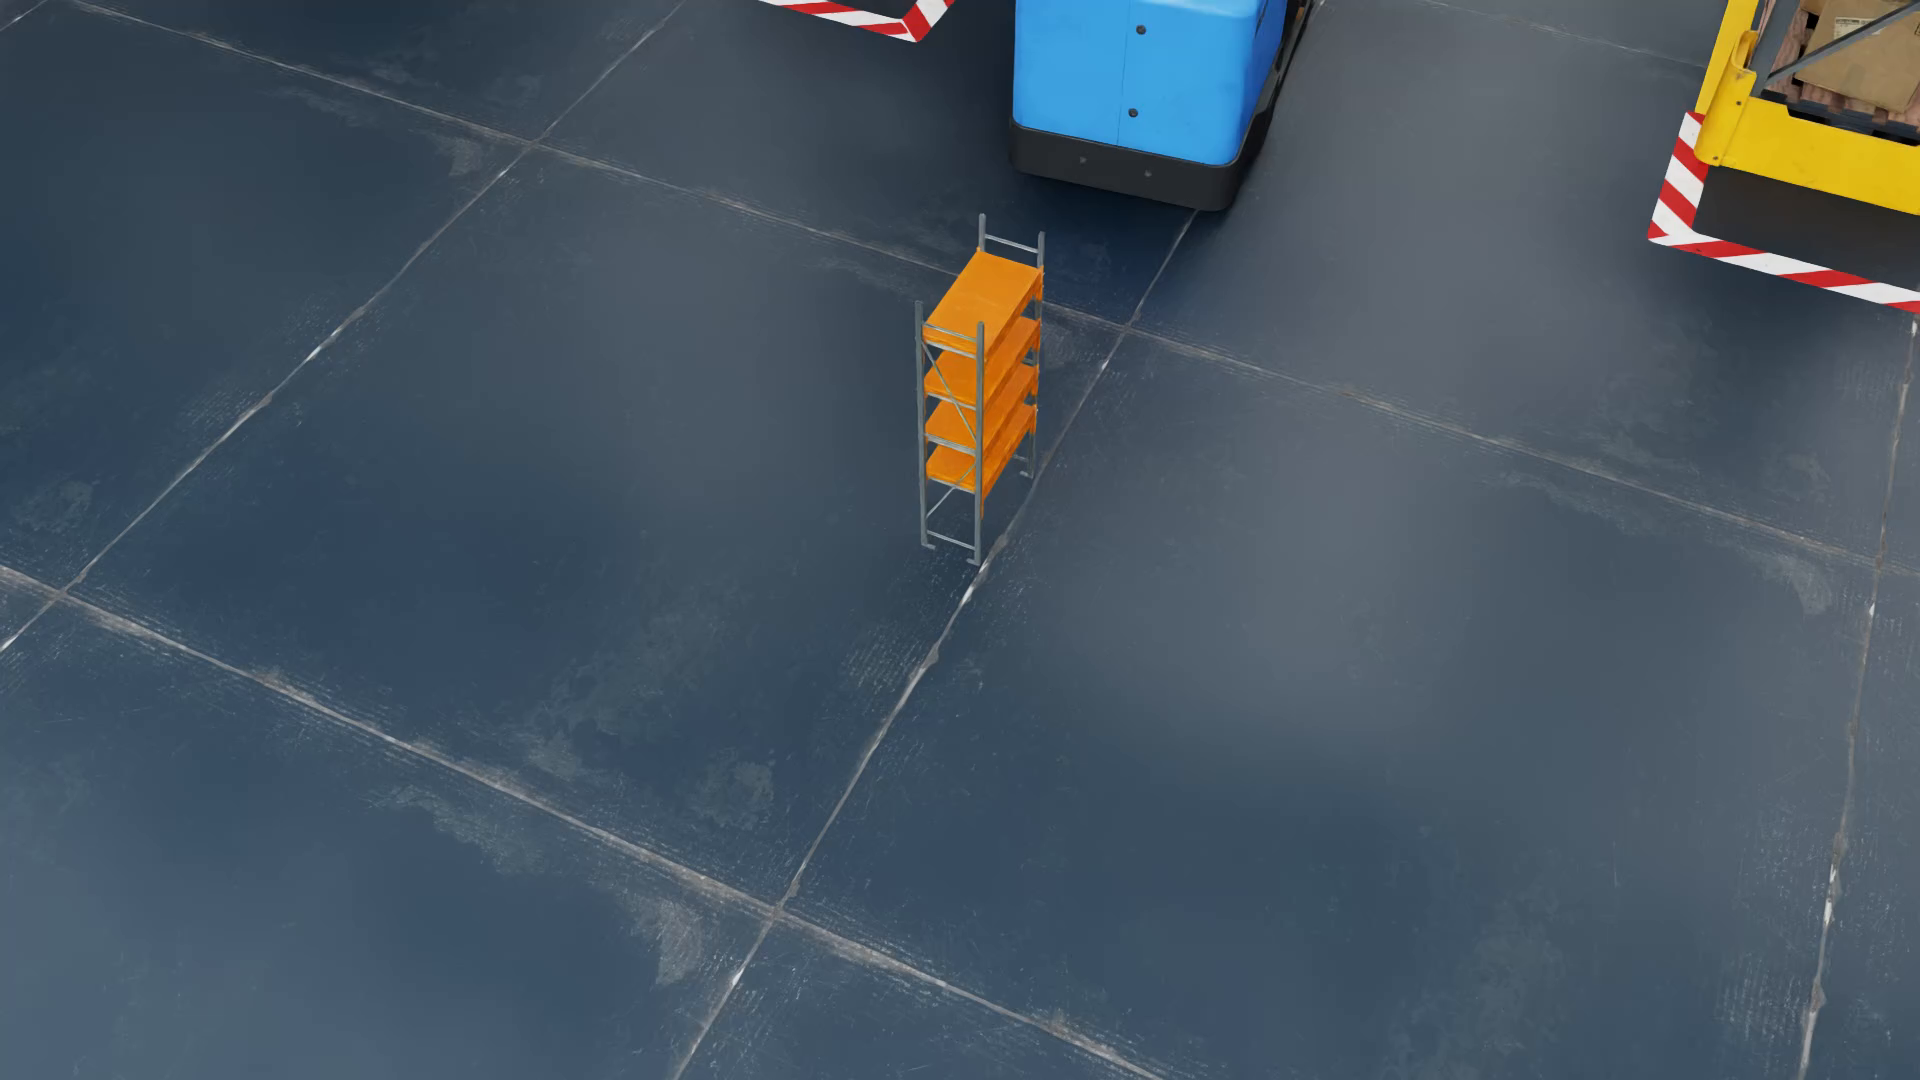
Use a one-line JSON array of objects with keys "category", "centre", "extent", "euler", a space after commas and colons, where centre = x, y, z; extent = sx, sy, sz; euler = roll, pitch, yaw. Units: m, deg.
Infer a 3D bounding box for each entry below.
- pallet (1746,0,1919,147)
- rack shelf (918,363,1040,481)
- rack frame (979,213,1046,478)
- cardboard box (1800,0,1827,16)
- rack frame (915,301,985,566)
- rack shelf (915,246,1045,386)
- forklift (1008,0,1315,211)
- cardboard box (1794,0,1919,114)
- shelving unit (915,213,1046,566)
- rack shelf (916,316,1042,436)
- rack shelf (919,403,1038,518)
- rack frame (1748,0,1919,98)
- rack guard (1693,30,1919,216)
[{"category": "pallet", "centre": [4.395, -2.321, 8.087], "extent": [1.003, 0.211, 1.213], "euler": [20, 52, 16]}, {"category": "rack shelf", "centre": [0.071, -0.459, 5.941], "extent": [0.258, 0.148, 0.480], "euler": [20, 52, 16]}, {"category": "rack frame", "centre": [0.175, -0.671, 6.033], "extent": [0.240, 1.200, 0.015], "euler": [20, 52, 16]}, {"category": "cardboard box", "centre": [4.490, -2.798, 8.027], "extent": [0.500, 0.500, 0.500], "euler": [33, 57, 25]}, {"category": "rack frame", "centre": [-0.034, -0.335, 5.747], "extent": [0.240, 1.200, 0.015], "euler": [20, 52, 16]}, {"category": "rack shelf", "centre": [0.071, -0.757, 5.591], "extent": [0.258, 0.148, 0.480], "euler": [20, 52, 16]}, {"category": "forklift", "centre": [1.181, -3.564, 7.358], "extent": [1.130, 2.935, 3.031], "euler": [15, 51, 12]}, {"category": "cardboard box", "centre": [4.266, -2.375, 7.667], "extent": [0.500, 0.500, 0.500], "euler": [29, 55, 22]}, {"category": "shelving unit", "centre": [0.071, -0.503, 5.890], "extent": [0.258, 1.200, 0.503], "euler": [20, 52, 16]}, {"category": "rack shelf", "centre": [0.071, -0.604, 5.771], "extent": [0.258, 0.148, 0.480], "euler": [20, 52, 16]}, {"category": "rack shelf", "centre": [0.071, -0.331, 6.092], "extent": [0.258, 0.148, 0.480], "euler": [20, 52, 16]}, {"category": "rack frame", "centre": [3.984, -2.625, 6.514], "extent": [1.000, 3.000, 0.127], "euler": [20, 52, 16]}, {"category": "rack guard", "centre": [4.016, -1.867, 7.510], "extent": [1.175, 0.500, 0.348], "euler": [20, 52, 16]}]
